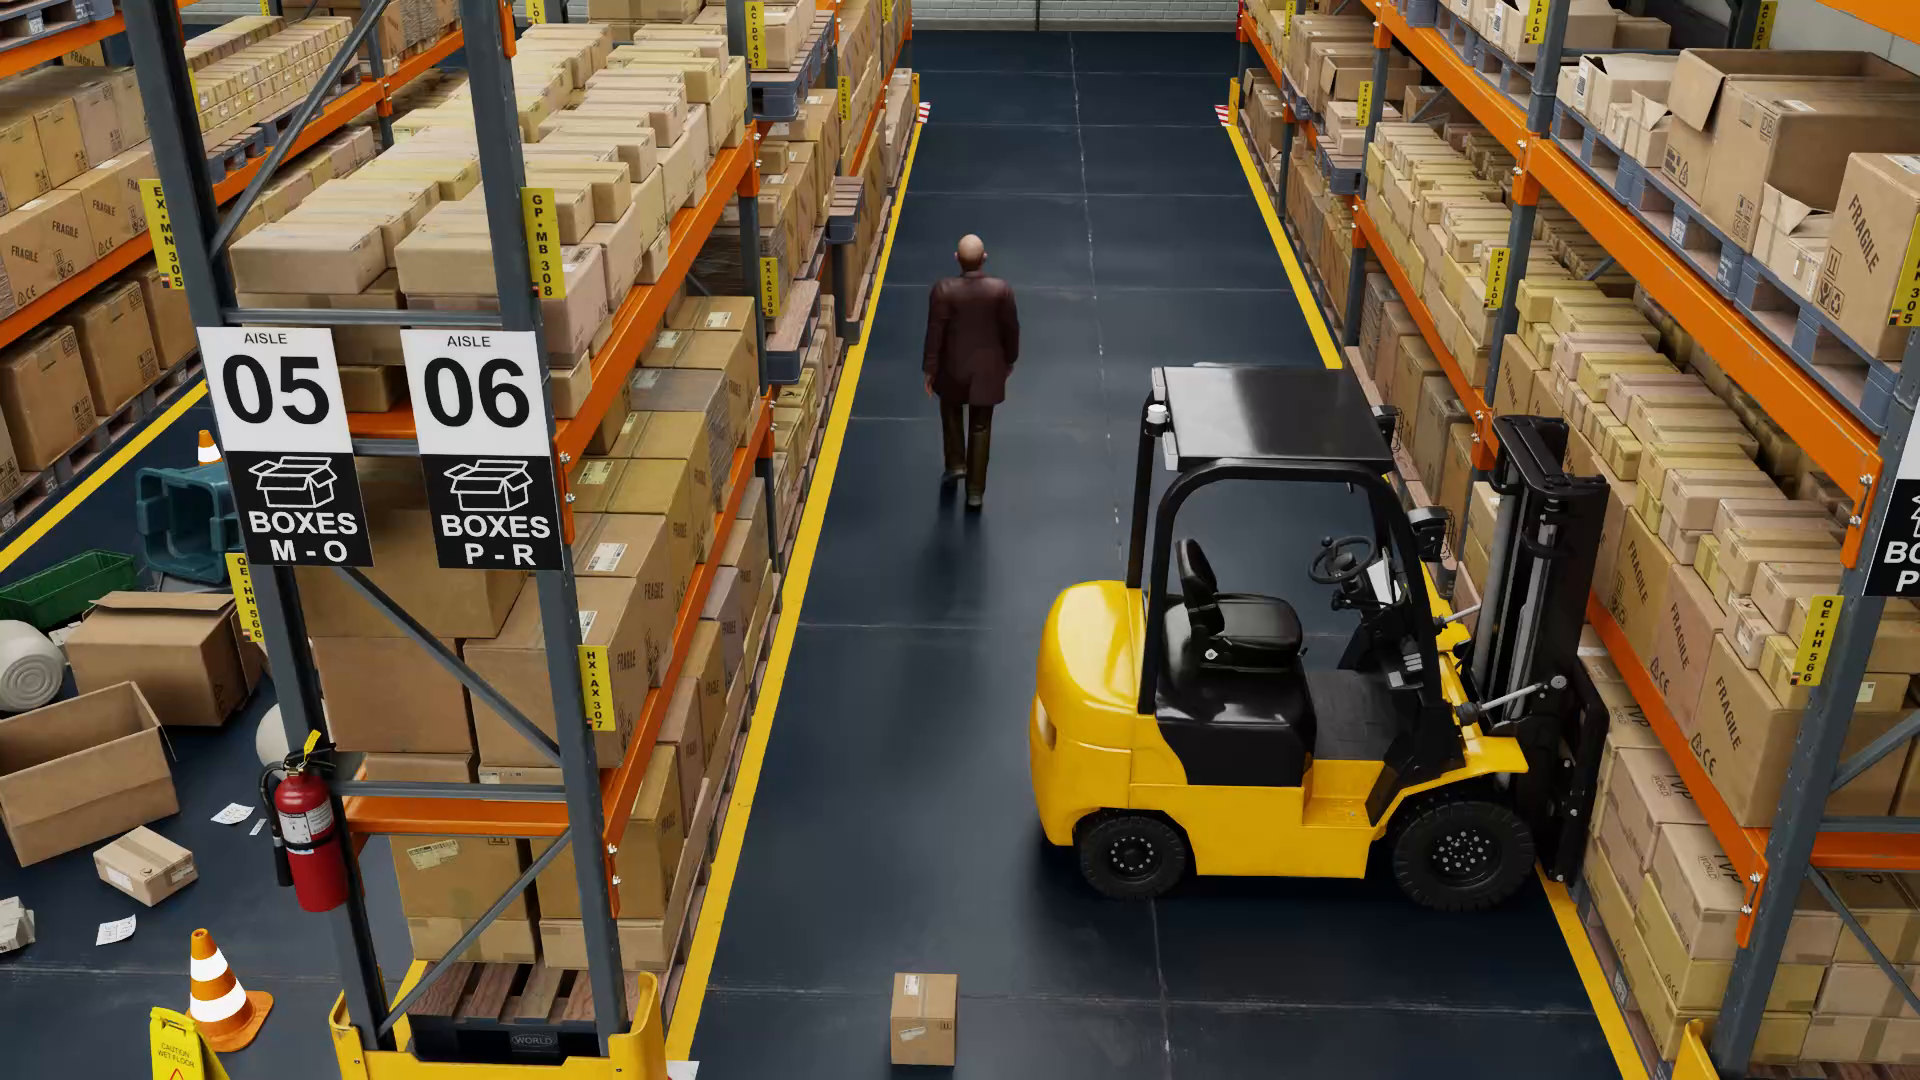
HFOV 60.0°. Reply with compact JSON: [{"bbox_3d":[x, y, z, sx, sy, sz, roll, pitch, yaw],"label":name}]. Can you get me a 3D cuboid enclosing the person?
[{"bbox_3d":[0.068,-1.086,10.744,0.626,1.850,0.624,0,28,0],"label":"person"}]
